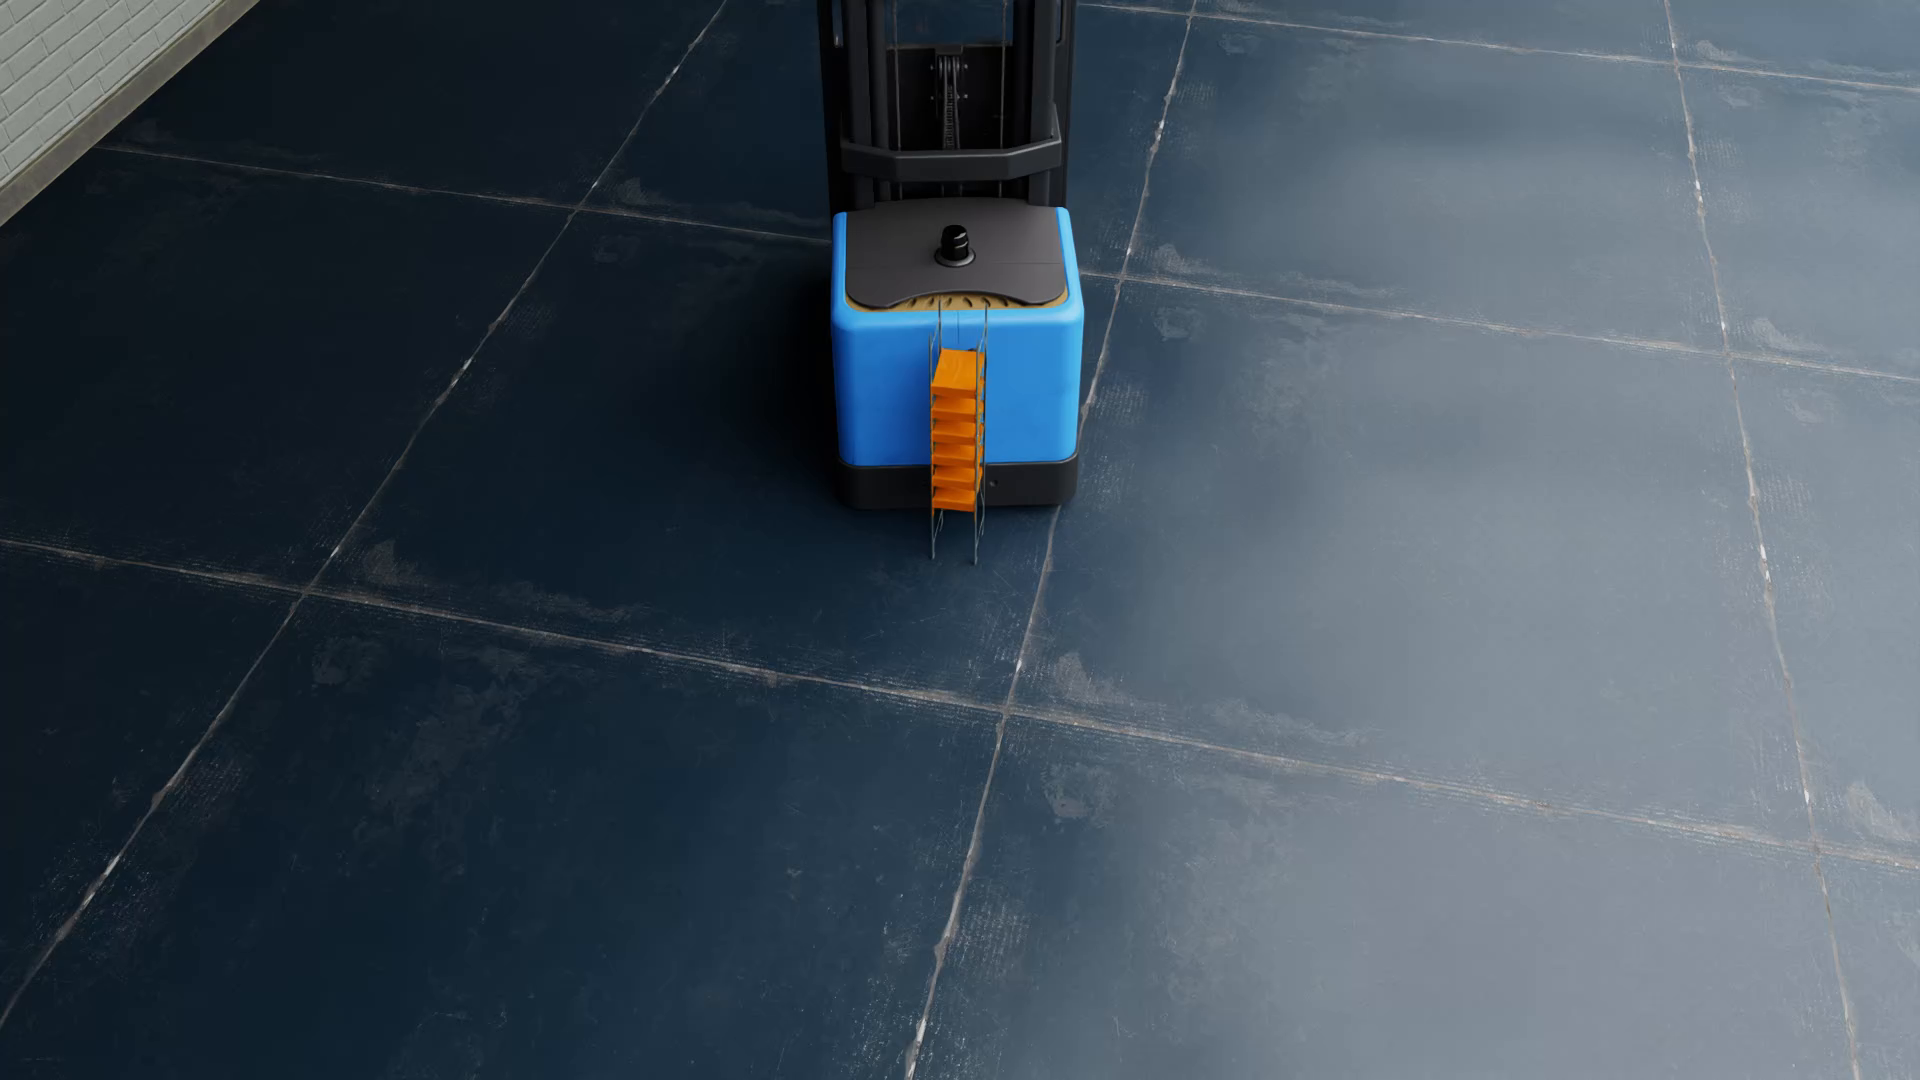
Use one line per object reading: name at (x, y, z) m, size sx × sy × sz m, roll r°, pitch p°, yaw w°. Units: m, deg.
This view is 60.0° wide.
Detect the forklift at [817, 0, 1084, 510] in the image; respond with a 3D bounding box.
forklift at (-0.066, -2.197, 7.379) m, size 1.130 × 2.935 × 3.031 m, roll -2°, pitch 44°, yaw -2°

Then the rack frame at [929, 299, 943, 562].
rack frame at (-0.097, -0.422, 6.782) m, size 0.006 × 1.200 × 0.240 m, roll 7°, pitch 44°, yaw 7°

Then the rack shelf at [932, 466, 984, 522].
rack shelf at (-0.007, -0.207, 6.969) m, size 0.180 × 0.103 × 0.258 m, roll 7°, pitch 44°, yaw 7°

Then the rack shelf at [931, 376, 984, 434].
rack shelf at (-0.006, -0.552, 6.636) m, size 0.180 × 0.103 × 0.258 m, roll 7°, pitch 44°, yaw 7°

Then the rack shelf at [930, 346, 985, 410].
rack shelf at (-0.006, -0.638, 6.553) m, size 0.180 × 0.103 × 0.258 m, roll 7°, pitch 44°, yaw 7°

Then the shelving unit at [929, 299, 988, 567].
shelving unit at (-0.007, -0.411, 6.772) m, size 0.189 × 1.200 × 0.258 m, roll 7°, pitch 44°, yaw 7°

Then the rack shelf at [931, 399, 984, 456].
rack shelf at (-0.007, -0.466, 6.719) m, size 0.180 × 0.103 × 0.258 m, roll 7°, pitch 44°, yaw 7°

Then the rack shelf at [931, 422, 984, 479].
rack shelf at (-0.007, -0.379, 6.802) m, size 0.180 × 0.103 × 0.258 m, roll 7°, pitch 44°, yaw 7°

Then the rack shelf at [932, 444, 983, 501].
rack shelf at (-0.007, -0.293, 6.886) m, size 0.180 × 0.103 × 0.258 m, roll 7°, pitch 44°, yaw 7°

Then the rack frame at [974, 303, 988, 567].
rack frame at (0.084, -0.401, 6.761) m, size 0.006 × 1.200 × 0.240 m, roll 7°, pitch 44°, yaw 7°
